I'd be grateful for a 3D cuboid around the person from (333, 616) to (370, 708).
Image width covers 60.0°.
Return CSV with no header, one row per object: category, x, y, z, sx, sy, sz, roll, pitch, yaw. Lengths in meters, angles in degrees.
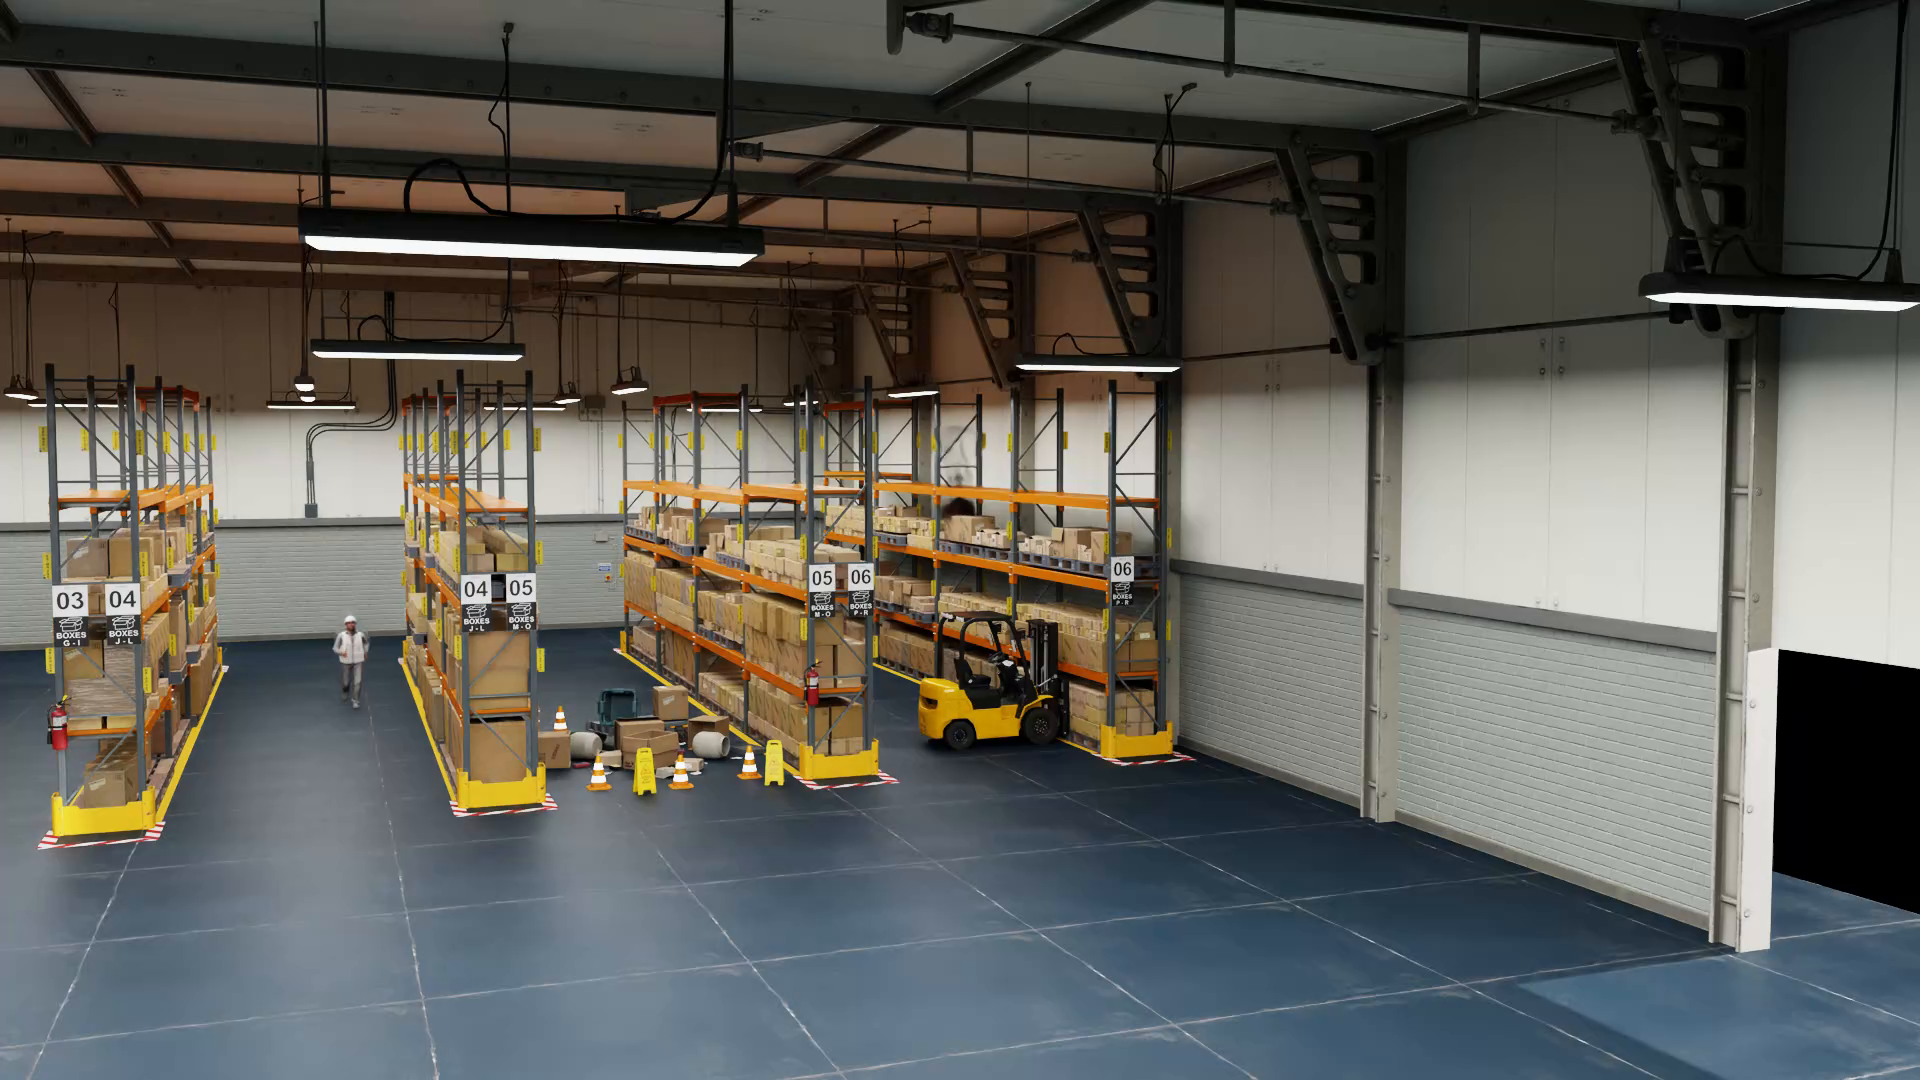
person,-11.494,2.299,31.455,0.669,1.733,0.760,-2,4,-26
